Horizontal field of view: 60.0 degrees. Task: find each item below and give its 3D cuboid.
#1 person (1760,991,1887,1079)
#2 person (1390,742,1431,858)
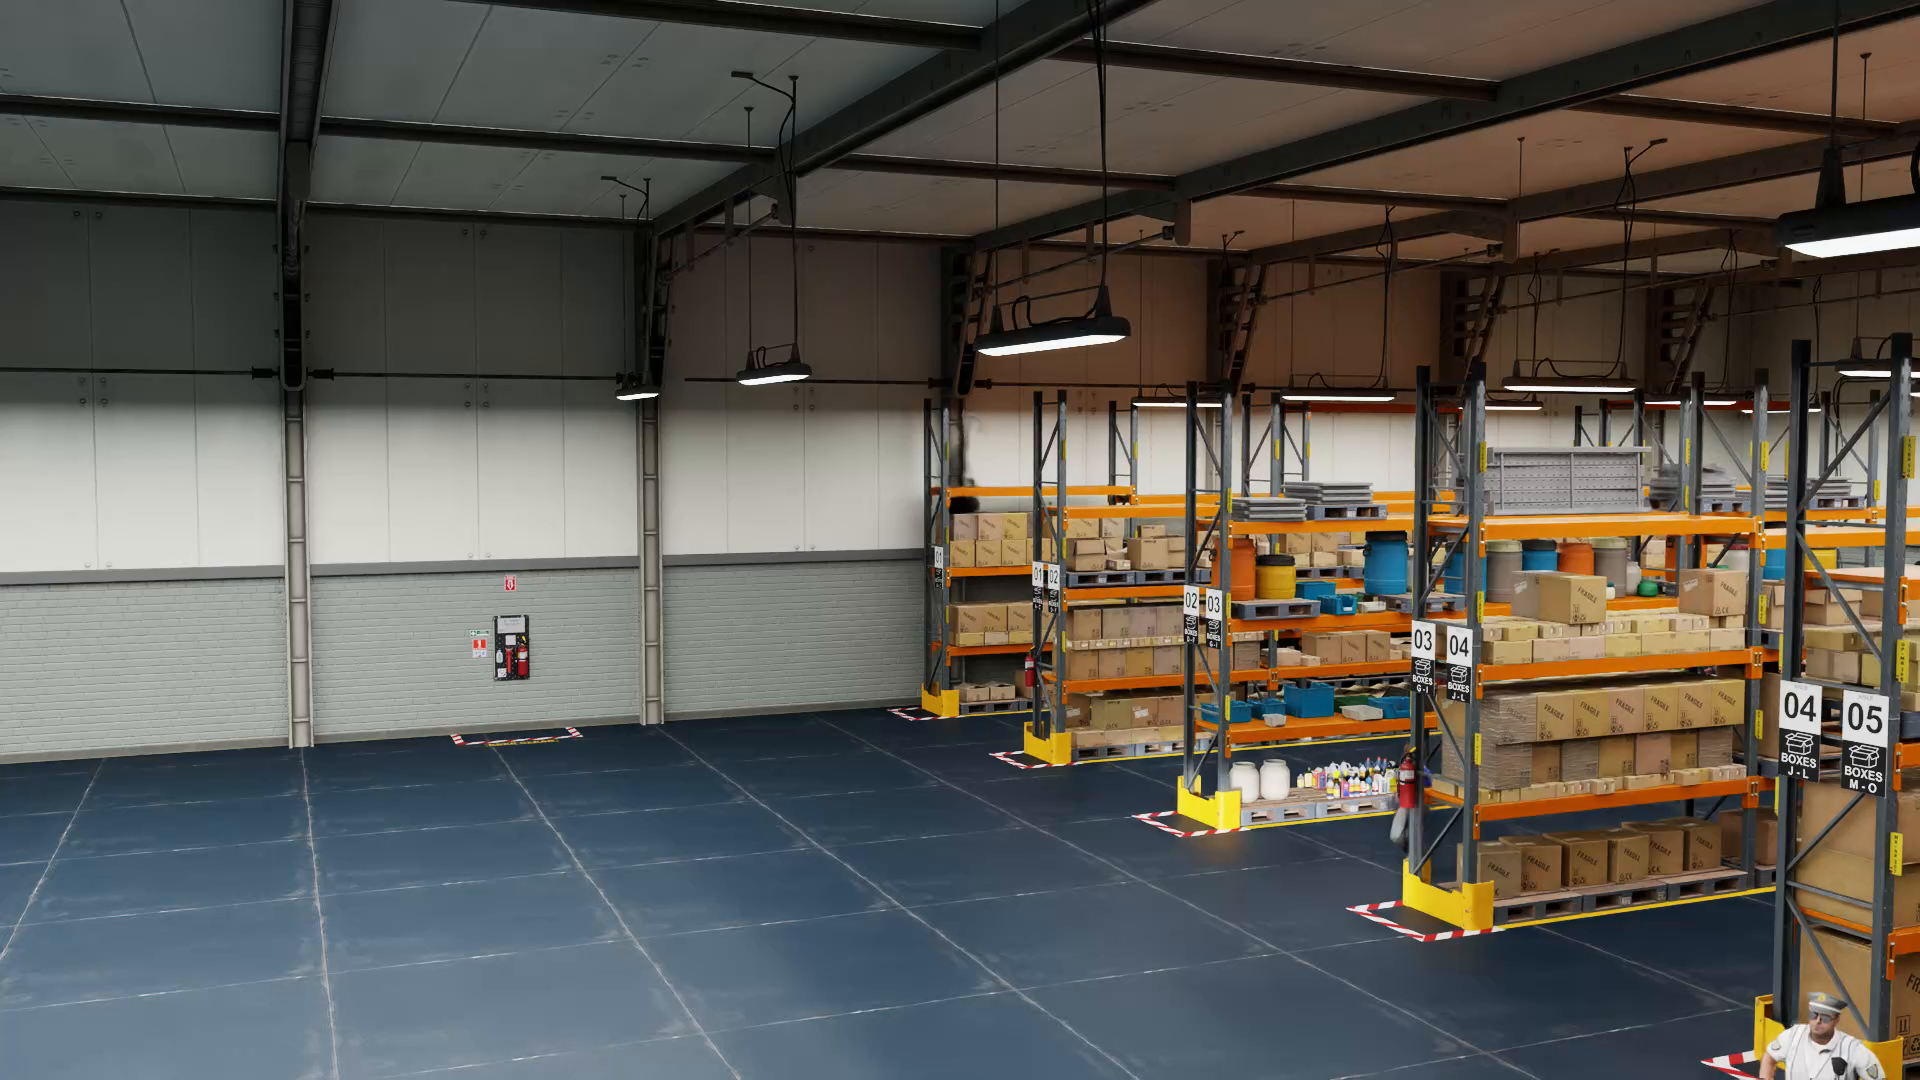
[{"bbox_3d":[5.419,3.708,10.575,0.864,1.779,0.649,3,4,39],"label":"person"},{"bbox_3d":[5.330,3.190,19.710,0.574,1.621,0.560,-2,4,-26],"label":"person"}]
